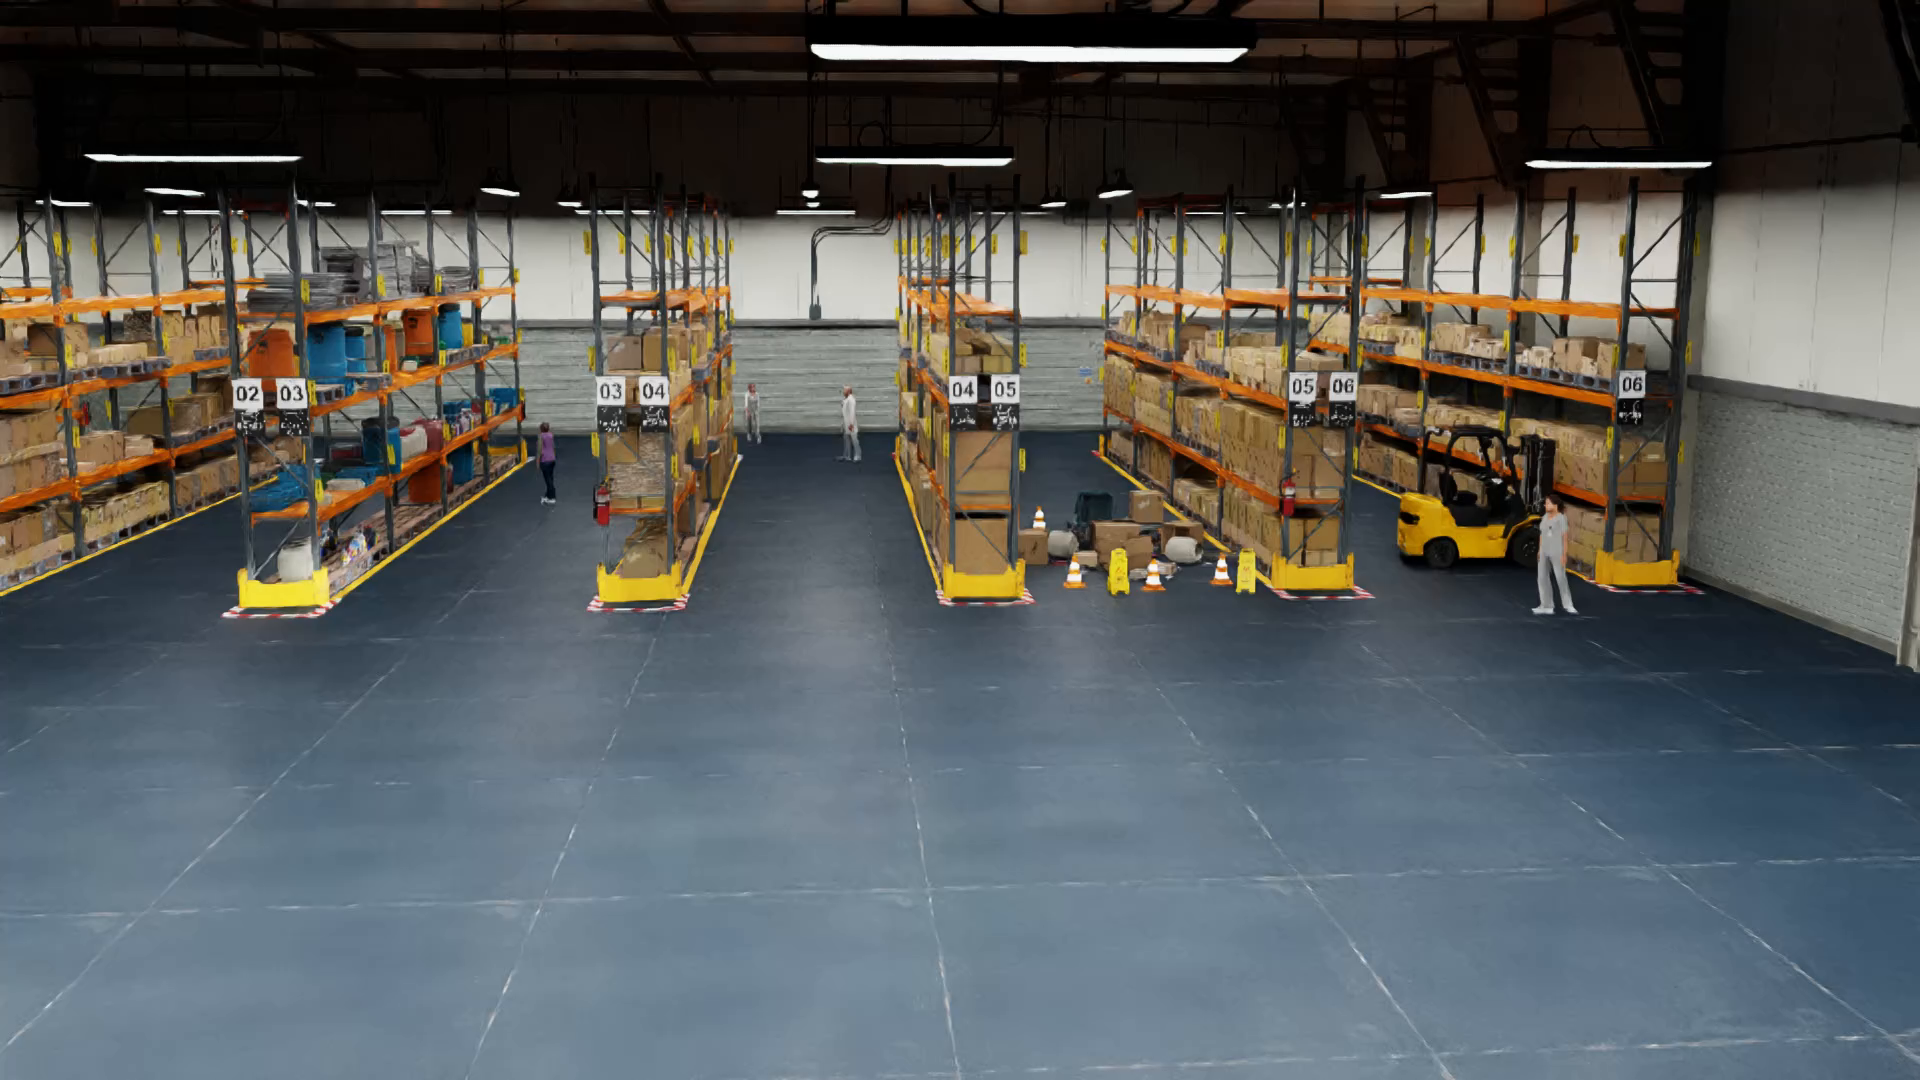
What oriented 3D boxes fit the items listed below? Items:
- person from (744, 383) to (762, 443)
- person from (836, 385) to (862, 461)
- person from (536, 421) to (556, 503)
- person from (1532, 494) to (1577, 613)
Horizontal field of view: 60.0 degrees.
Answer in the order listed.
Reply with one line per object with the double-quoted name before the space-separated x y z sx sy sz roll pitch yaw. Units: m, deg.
"person" -5.357 -3.295 42.859 0.411 1.531 0.957 -2 10 -13
"person" -2.599 -2.754 39.133 0.545 1.778 0.682 -3 10 -15
"person" -8.169 -1.550 32.818 0.522 1.591 0.523 5 11 24
"person" 8.229 0.185 22.919 0.537 1.665 0.563 -6 12 -30
